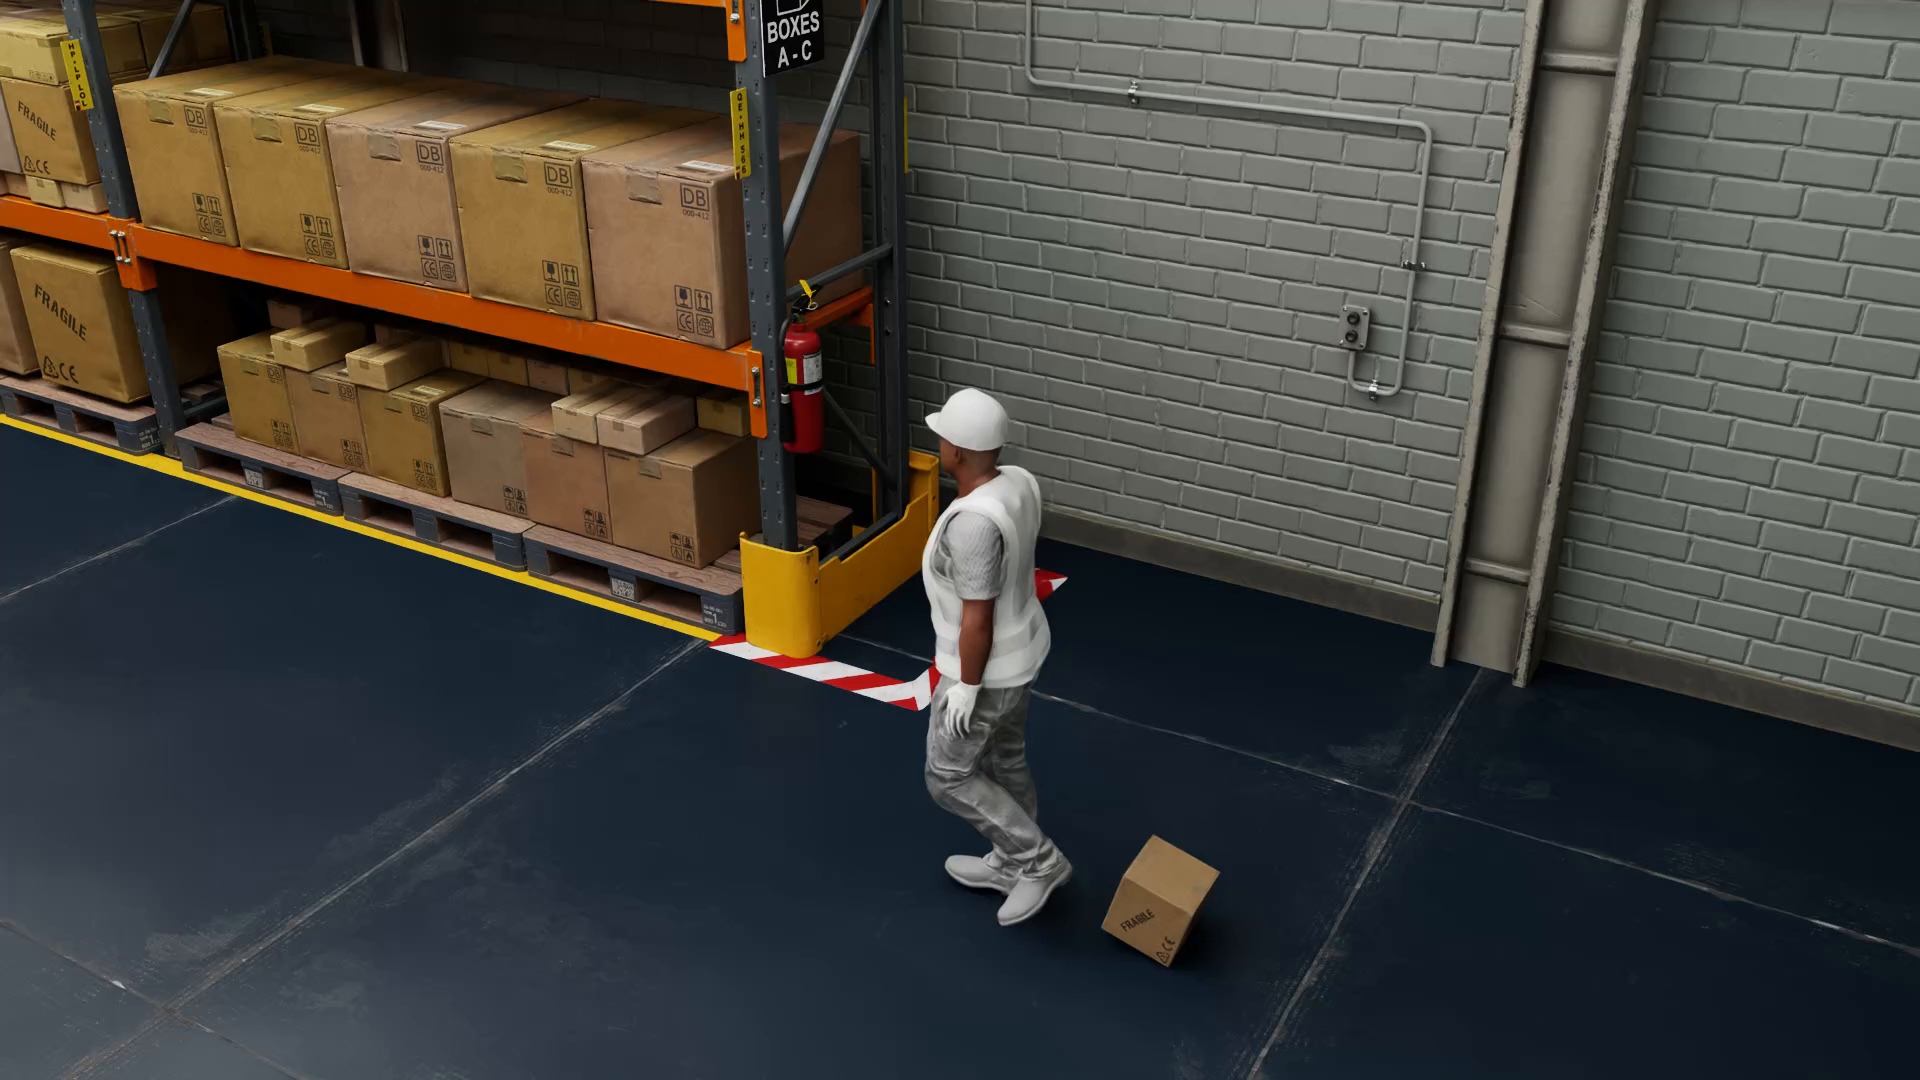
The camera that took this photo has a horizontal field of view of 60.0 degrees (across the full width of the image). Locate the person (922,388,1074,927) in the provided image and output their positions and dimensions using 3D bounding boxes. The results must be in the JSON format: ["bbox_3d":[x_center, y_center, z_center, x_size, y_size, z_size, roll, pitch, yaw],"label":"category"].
[{"bbox_3d":[0.138,0.389,5.283,0.555,1.780,0.586,9,28,17],"label":"person"}]
